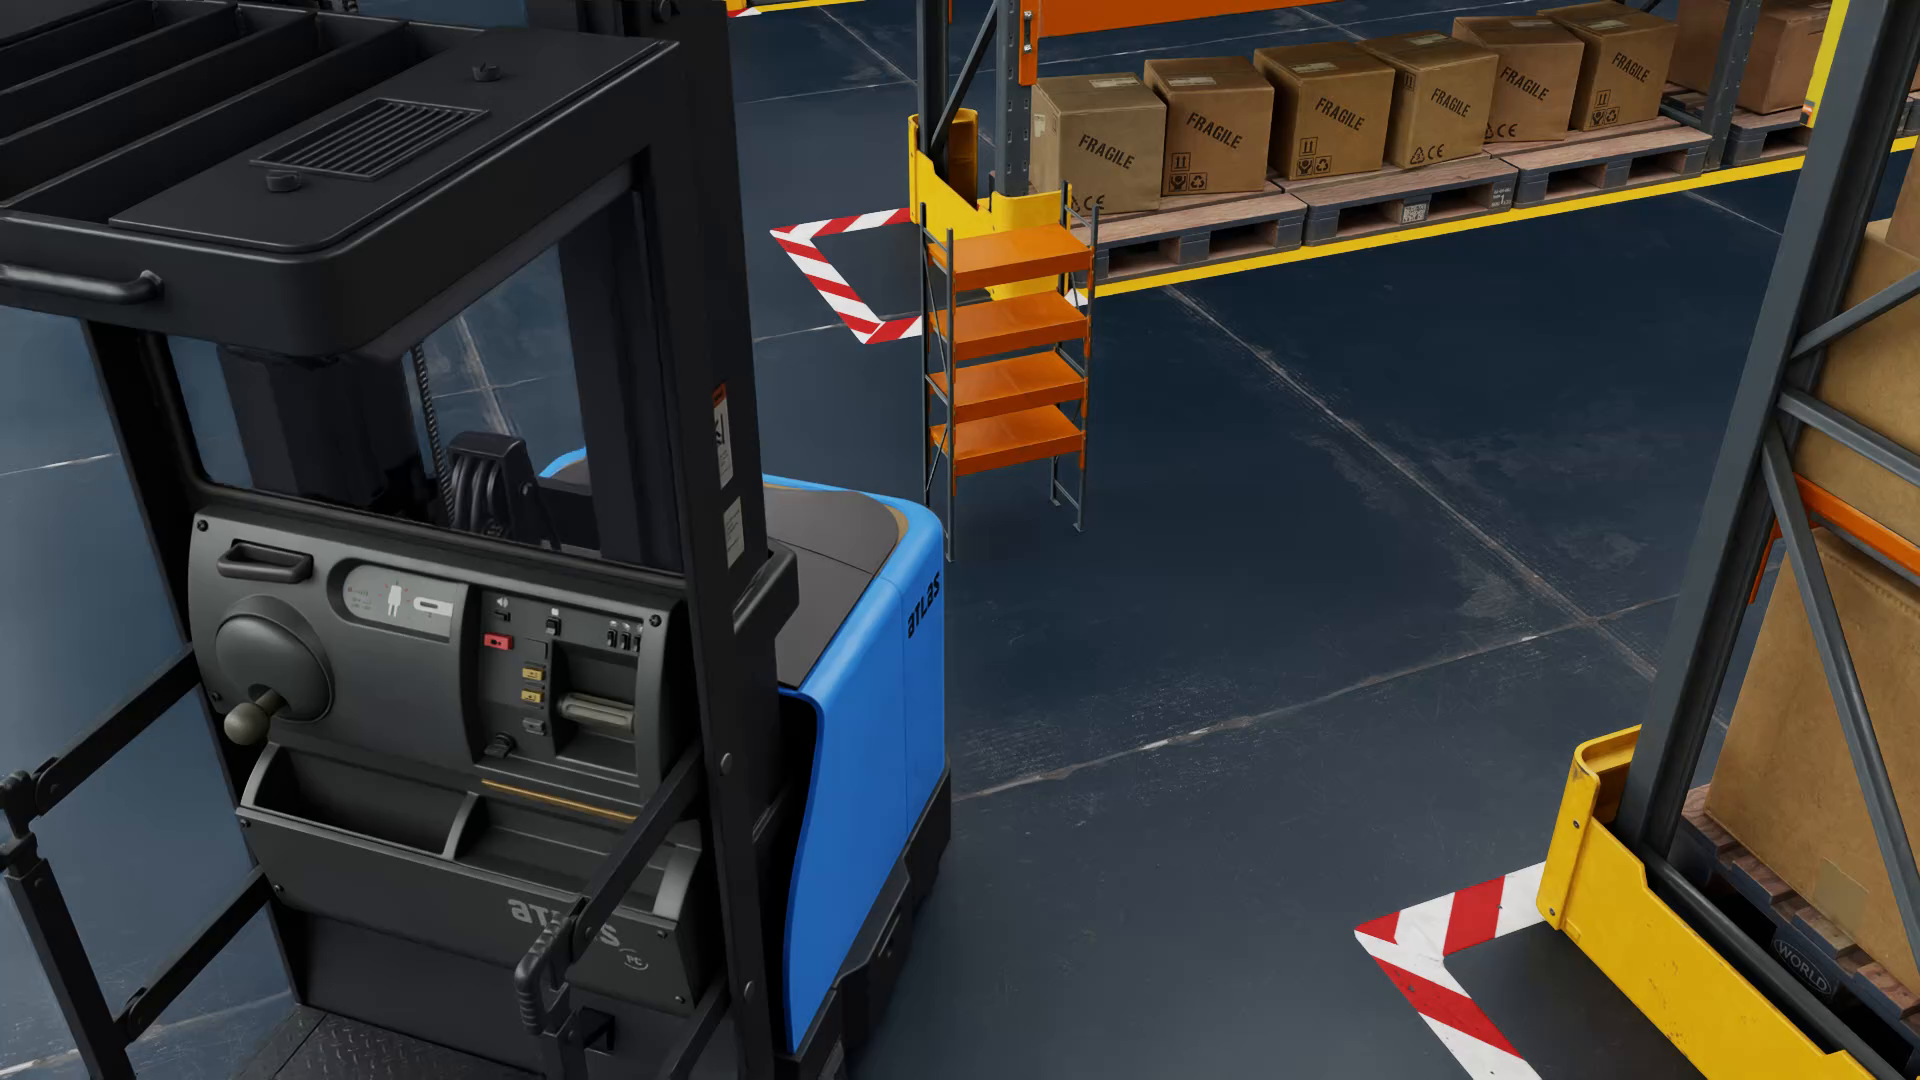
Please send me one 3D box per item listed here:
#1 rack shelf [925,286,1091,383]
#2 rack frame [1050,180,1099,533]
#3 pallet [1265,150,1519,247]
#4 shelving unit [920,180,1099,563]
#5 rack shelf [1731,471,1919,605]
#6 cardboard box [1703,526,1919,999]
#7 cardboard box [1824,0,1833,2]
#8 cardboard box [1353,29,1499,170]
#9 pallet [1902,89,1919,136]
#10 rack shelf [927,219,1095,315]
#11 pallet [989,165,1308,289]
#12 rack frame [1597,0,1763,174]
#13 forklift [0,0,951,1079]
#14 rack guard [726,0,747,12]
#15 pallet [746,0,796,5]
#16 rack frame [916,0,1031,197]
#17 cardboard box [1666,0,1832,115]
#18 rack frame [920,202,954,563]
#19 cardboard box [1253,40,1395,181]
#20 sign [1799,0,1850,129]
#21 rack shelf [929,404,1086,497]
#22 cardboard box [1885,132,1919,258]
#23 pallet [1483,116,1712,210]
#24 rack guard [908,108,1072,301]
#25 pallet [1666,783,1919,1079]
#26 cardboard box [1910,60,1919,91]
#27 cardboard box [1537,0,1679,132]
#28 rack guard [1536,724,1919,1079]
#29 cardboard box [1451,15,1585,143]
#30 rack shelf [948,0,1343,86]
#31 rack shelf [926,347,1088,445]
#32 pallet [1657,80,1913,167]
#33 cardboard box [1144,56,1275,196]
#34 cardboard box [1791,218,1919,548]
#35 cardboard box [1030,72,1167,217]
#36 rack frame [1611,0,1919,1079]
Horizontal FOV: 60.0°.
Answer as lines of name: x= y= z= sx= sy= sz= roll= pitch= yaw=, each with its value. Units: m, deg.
rack shelf: x=0.153 y=-0.669 z=5.391 sx=0.480 sy=0.148 sz=0.258 roll=-13 pitch=35 yaw=-19
rack frame: x=0.378 y=-0.589 z=5.556 sx=0.015 sy=1.200 sz=0.240 roll=-13 pitch=35 yaw=-19
pallet: x=2.005 y=-1.847 z=8.396 sx=1.213 sy=0.211 sz=1.003 roll=-13 pitch=35 yaw=-19
shelving unit: x=0.153 y=-0.538 z=5.476 sx=0.503 sy=1.200 sz=0.258 roll=-13 pitch=35 yaw=-19
rack shelf: x=3.720 y=-0.196 z=3.961 sx=4.000 sy=0.370 sz=1.077 roll=-13 pitch=35 yaw=-19
cardboard box: x=2.475 y=0.463 z=3.852 sx=0.875 sy=0.875 sz=0.875 roll=-13 pitch=35 yaw=-19
cardboard box: x=4.758 y=-2.782 z=9.164 sx=0.500 sy=0.500 sz=0.700 roll=-13 pitch=35 yaw=-19
cardboard box: x=2.285 y=-2.204 z=8.294 sx=0.500 sy=0.500 sz=0.500 roll=-16 pitch=36 yaw=-23
pallet: x=5.581 y=-2.691 z=9.693 sx=1.213 sy=0.211 sz=1.003 roll=-13 pitch=35 yaw=-19
rack shelf: x=0.153 y=-0.867 z=5.262 sx=0.480 sy=0.148 sz=0.258 roll=-13 pitch=35 yaw=-19
pallet: x=0.882 y=-1.592 z=8.003 sx=1.213 sy=0.211 sz=1.003 roll=-13 pitch=35 yaw=-19
rack frame: x=3.737 y=-3.435 z=8.280 sx=0.127 sy=3.000 sz=1.000 roll=-13 pitch=35 yaw=-19
forklift: x=-0.980 y=0.263 z=2.658 sx=1.130 sy=2.935 sz=3.031 roll=11 pitch=34 yaw=16
rack guard: x=-1.817 y=-4.074 z=11.552 sx=0.348 sy=0.500 sz=1.175 roll=-13 pitch=35 yaw=-19
pallet: x=-1.066 y=-4.121 z=11.890 sx=1.213 sy=0.211 sz=1.003 roll=-13 pitch=35 yaw=-19
rack frame: x=0.049 y=-2.591 z=6.982 sx=0.127 sy=3.000 sz=1.000 roll=-13 pitch=35 yaw=-19
cardboard box: x=4.311 y=-2.691 z=9.024 sx=0.500 sy=0.500 sz=0.700 roll=-16 pitch=36 yaw=-23
rack frame: x=-0.072 y=-0.486 z=5.397 sx=0.015 sy=1.200 sz=0.240 roll=-13 pitch=35 yaw=-19
cardboard box: x=1.753 y=-2.109 z=8.148 sx=0.500 sy=0.500 sz=0.500 roll=-10 pitch=34 yaw=-14
sign: x=1.678 y=-0.936 z=3.159 sx=0.005 sy=0.325 sz=0.100 roll=-13 pitch=35 yaw=-19
rack shelf: x=0.153 y=-0.315 z=5.621 sx=0.480 sy=0.148 sz=0.258 roll=-13 pitch=35 yaw=-19
cardboard box: x=2.233 y=-0.650 z=2.871 sx=0.550 sy=0.550 sz=0.875 roll=-13 pitch=35 yaw=-19
pallet: x=3.131 y=-2.107 z=8.795 sx=1.213 sy=0.211 sz=1.003 roll=-13 pitch=35 yaw=-19
rack guard: x=0.119 y=-1.559 z=7.688 sx=0.348 sy=0.500 sz=1.175 roll=-13 pitch=35 yaw=-19
pallet: x=2.583 y=0.885 z=4.196 sx=1.213 sy=0.211 sz=1.003 roll=-13 pitch=35 yaw=-19
cardboard box: x=5.274 y=-2.901 z=9.346 sx=0.500 sy=0.500 sz=0.700 roll=-16 pitch=36 yaw=-23
cardboard box: x=3.353 y=-2.499 z=8.748 sx=0.500 sy=0.500 sz=0.500 roll=-14 pitch=36 yaw=-20
rack guard: x=1.854 y=0.977 z=3.790 sx=0.348 sy=0.500 sz=1.175 roll=-13 pitch=35 yaw=-19
cardboard box: x=2.827 y=-2.375 z=8.556 sx=0.500 sy=0.500 sz=0.500 roll=-2 pitch=33 yaw=-4
rack shelf: x=1.893 y=-2.712 z=7.827 sx=4.000 sy=0.370 sz=1.077 roll=-13 pitch=35 yaw=-19
rack shelf: x=0.153 y=-0.481 z=5.513 sx=0.480 sy=0.148 sz=0.258 roll=-13 pitch=35 yaw=-19
pallet: x=4.454 y=-2.432 z=9.294 sx=1.213 sy=0.211 sz=1.003 roll=-13 pitch=35 yaw=-19
cardboard box: x=1.169 y=-1.986 z=7.959 sx=0.500 sy=0.500 sz=0.500 roll=-4 pitch=33 yaw=-6
cardboard box: x=2.200 y=-0.239 z=3.230 sx=0.550 sy=0.550 sz=0.875 roll=-13 pitch=35 yaw=-19
cardboard box: x=0.631 y=-1.843 z=7.739 sx=0.500 sy=0.500 sz=0.500 roll=-7 pitch=34 yaw=-10
rack frame: x=1.876 y=-0.075 z=3.116 sx=0.127 sy=3.000 sz=1.000 roll=-13 pitch=35 yaw=-19
